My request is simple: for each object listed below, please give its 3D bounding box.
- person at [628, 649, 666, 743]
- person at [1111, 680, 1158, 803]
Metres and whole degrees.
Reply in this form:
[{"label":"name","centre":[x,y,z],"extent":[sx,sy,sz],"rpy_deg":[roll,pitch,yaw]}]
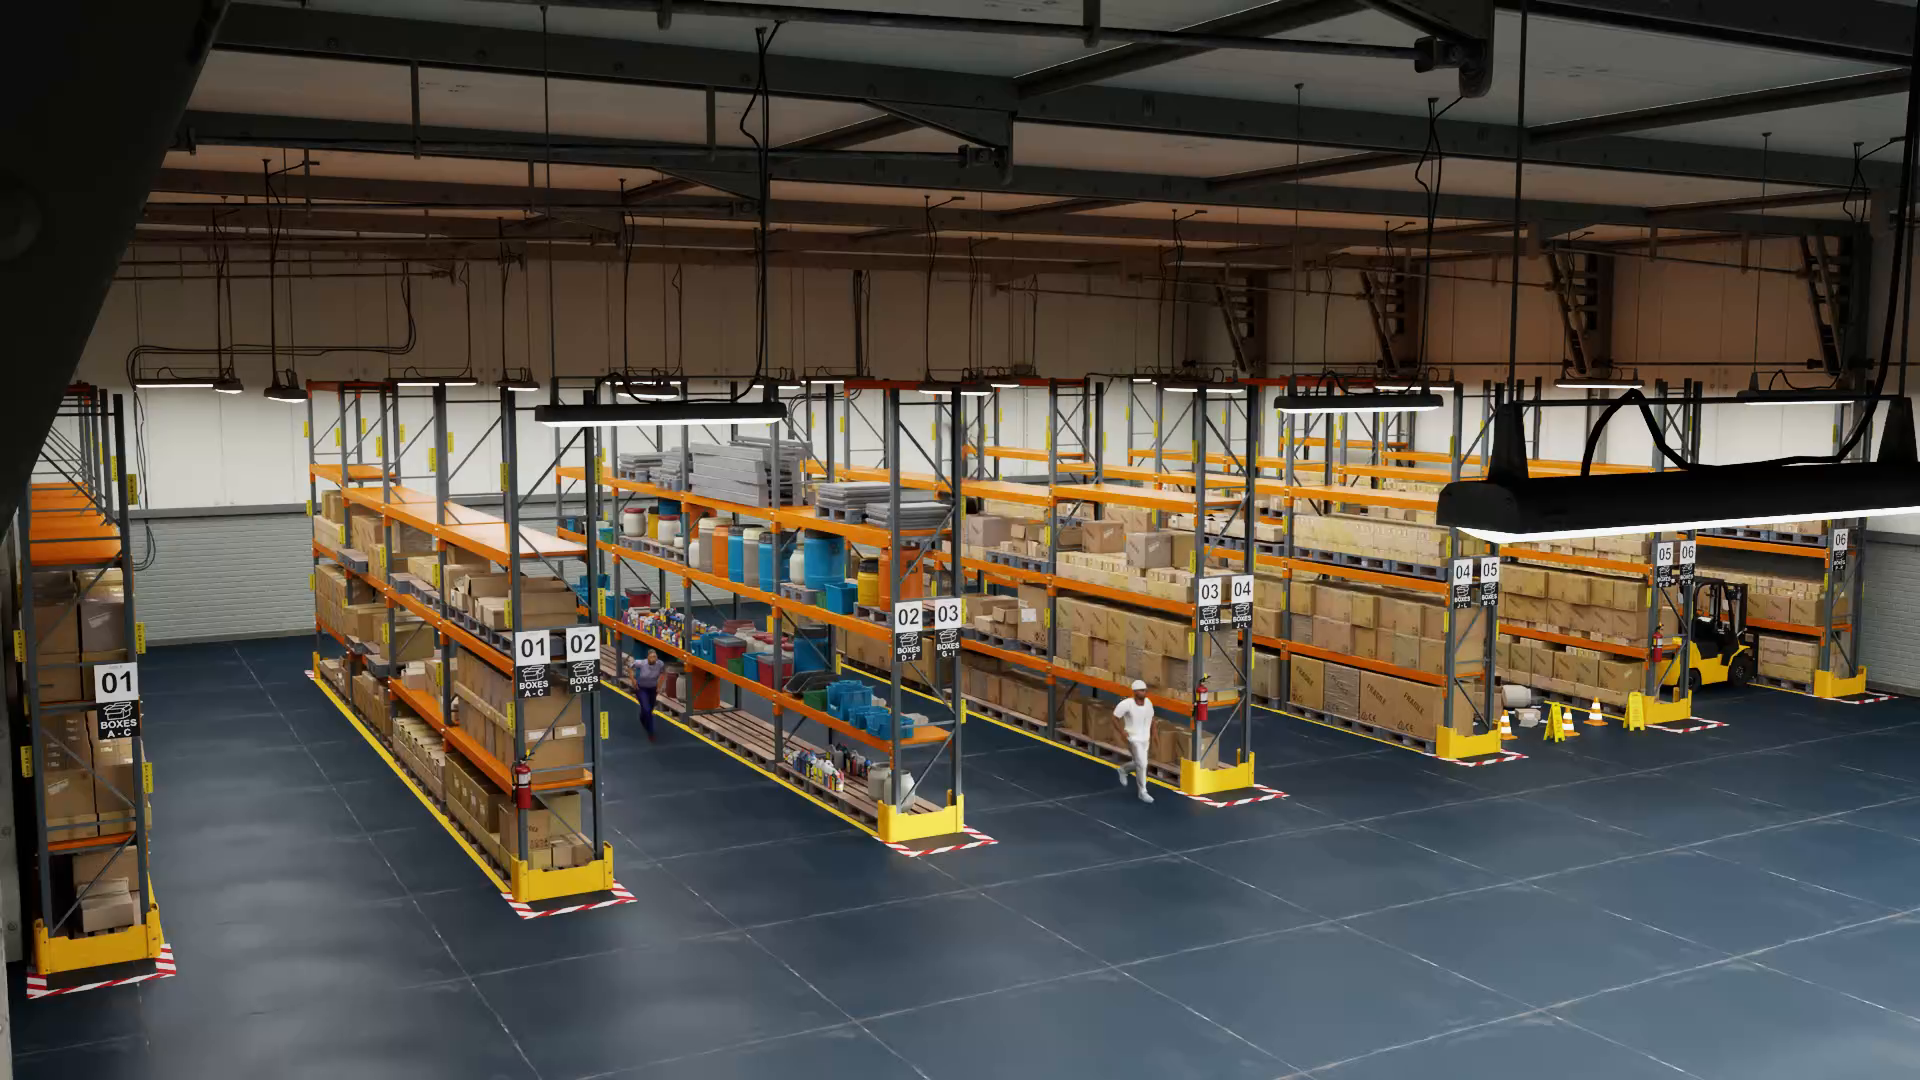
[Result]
[{"label":"person","centre":[-5.314,2.589,28.137],"extent":[0.642,1.612,0.976],"rpy_deg":[-3,7,-24]},{"label":"person","centre":[2.543,2.894,24.285],"extent":[0.684,1.750,0.861],"rpy_deg":[-4,7,-36]}]
